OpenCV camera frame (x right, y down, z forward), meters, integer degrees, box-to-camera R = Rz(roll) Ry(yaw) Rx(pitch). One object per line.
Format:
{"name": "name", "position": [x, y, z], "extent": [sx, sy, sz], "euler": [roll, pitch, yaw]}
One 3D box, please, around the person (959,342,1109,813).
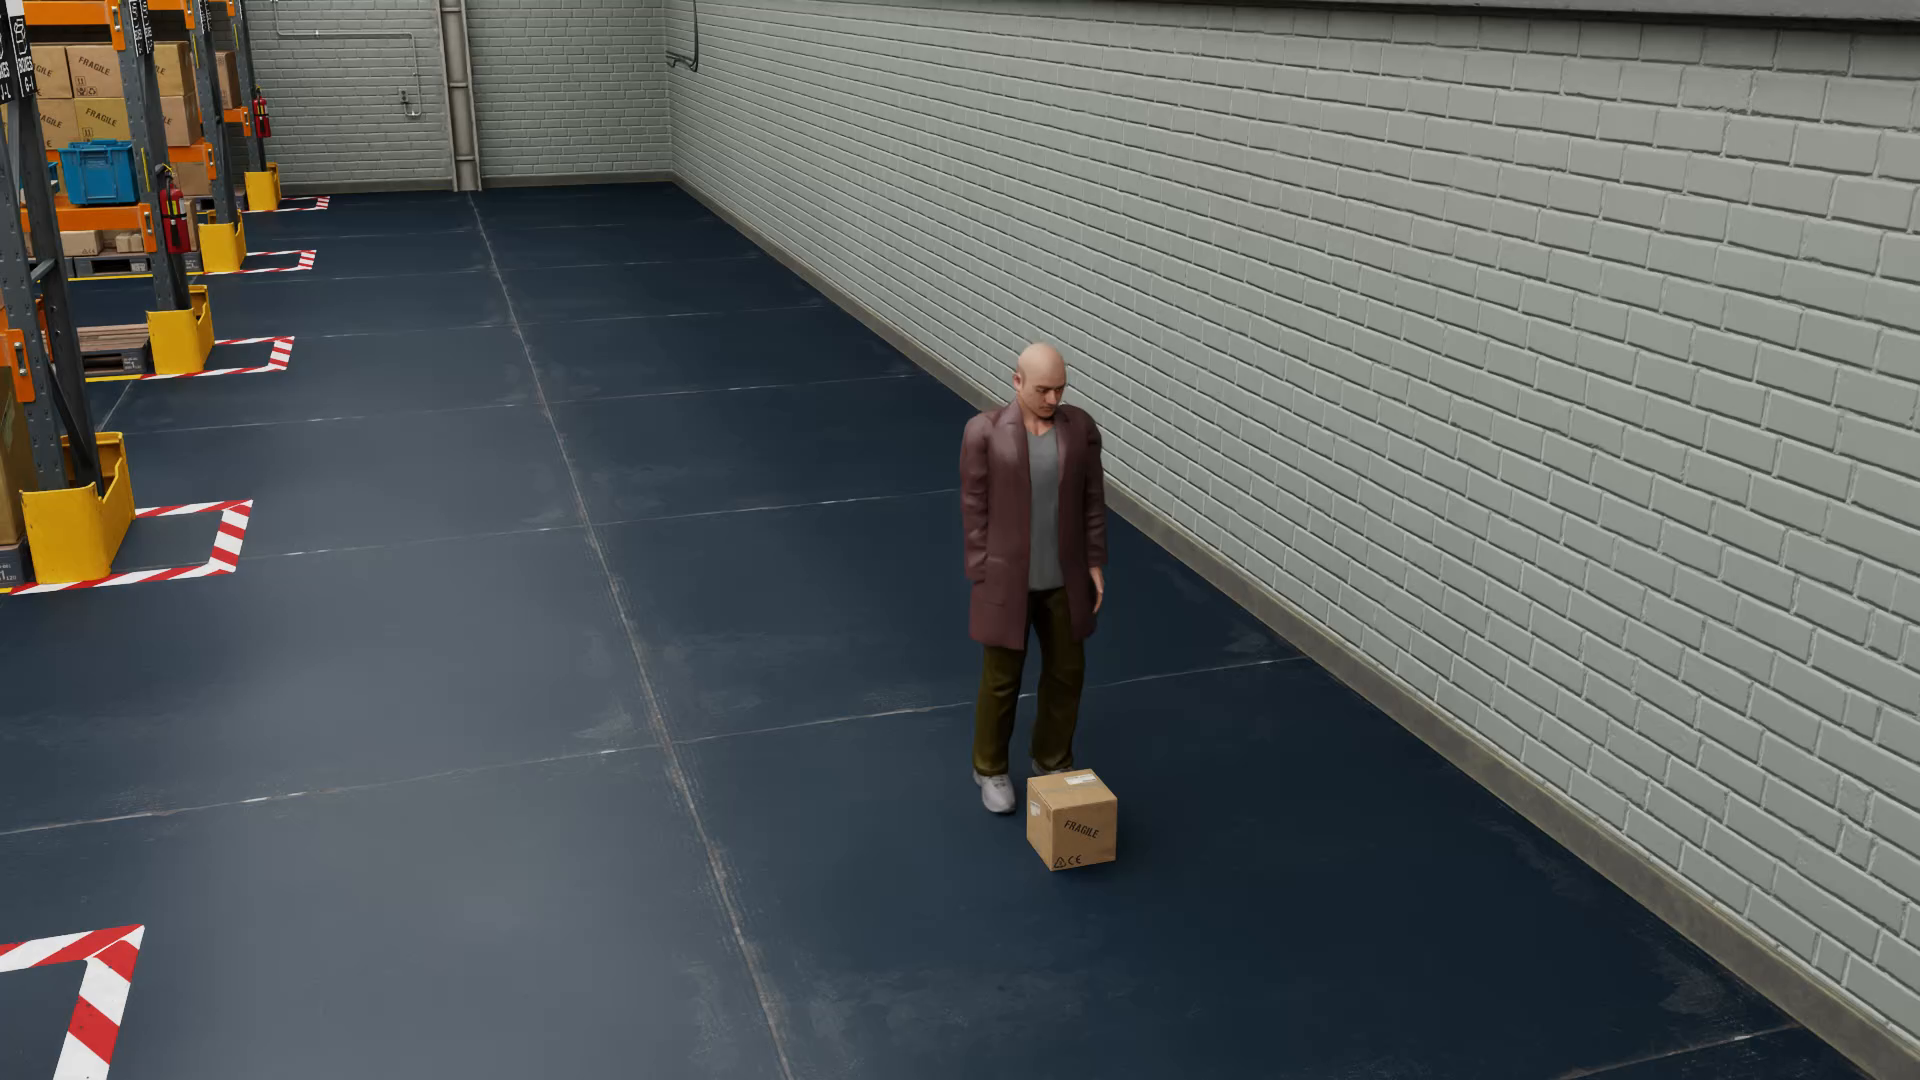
{"name": "person", "position": [0.289, 0.141, 6.203], "extent": [0.563, 1.776, 0.384], "euler": [-6, 20, -16]}
